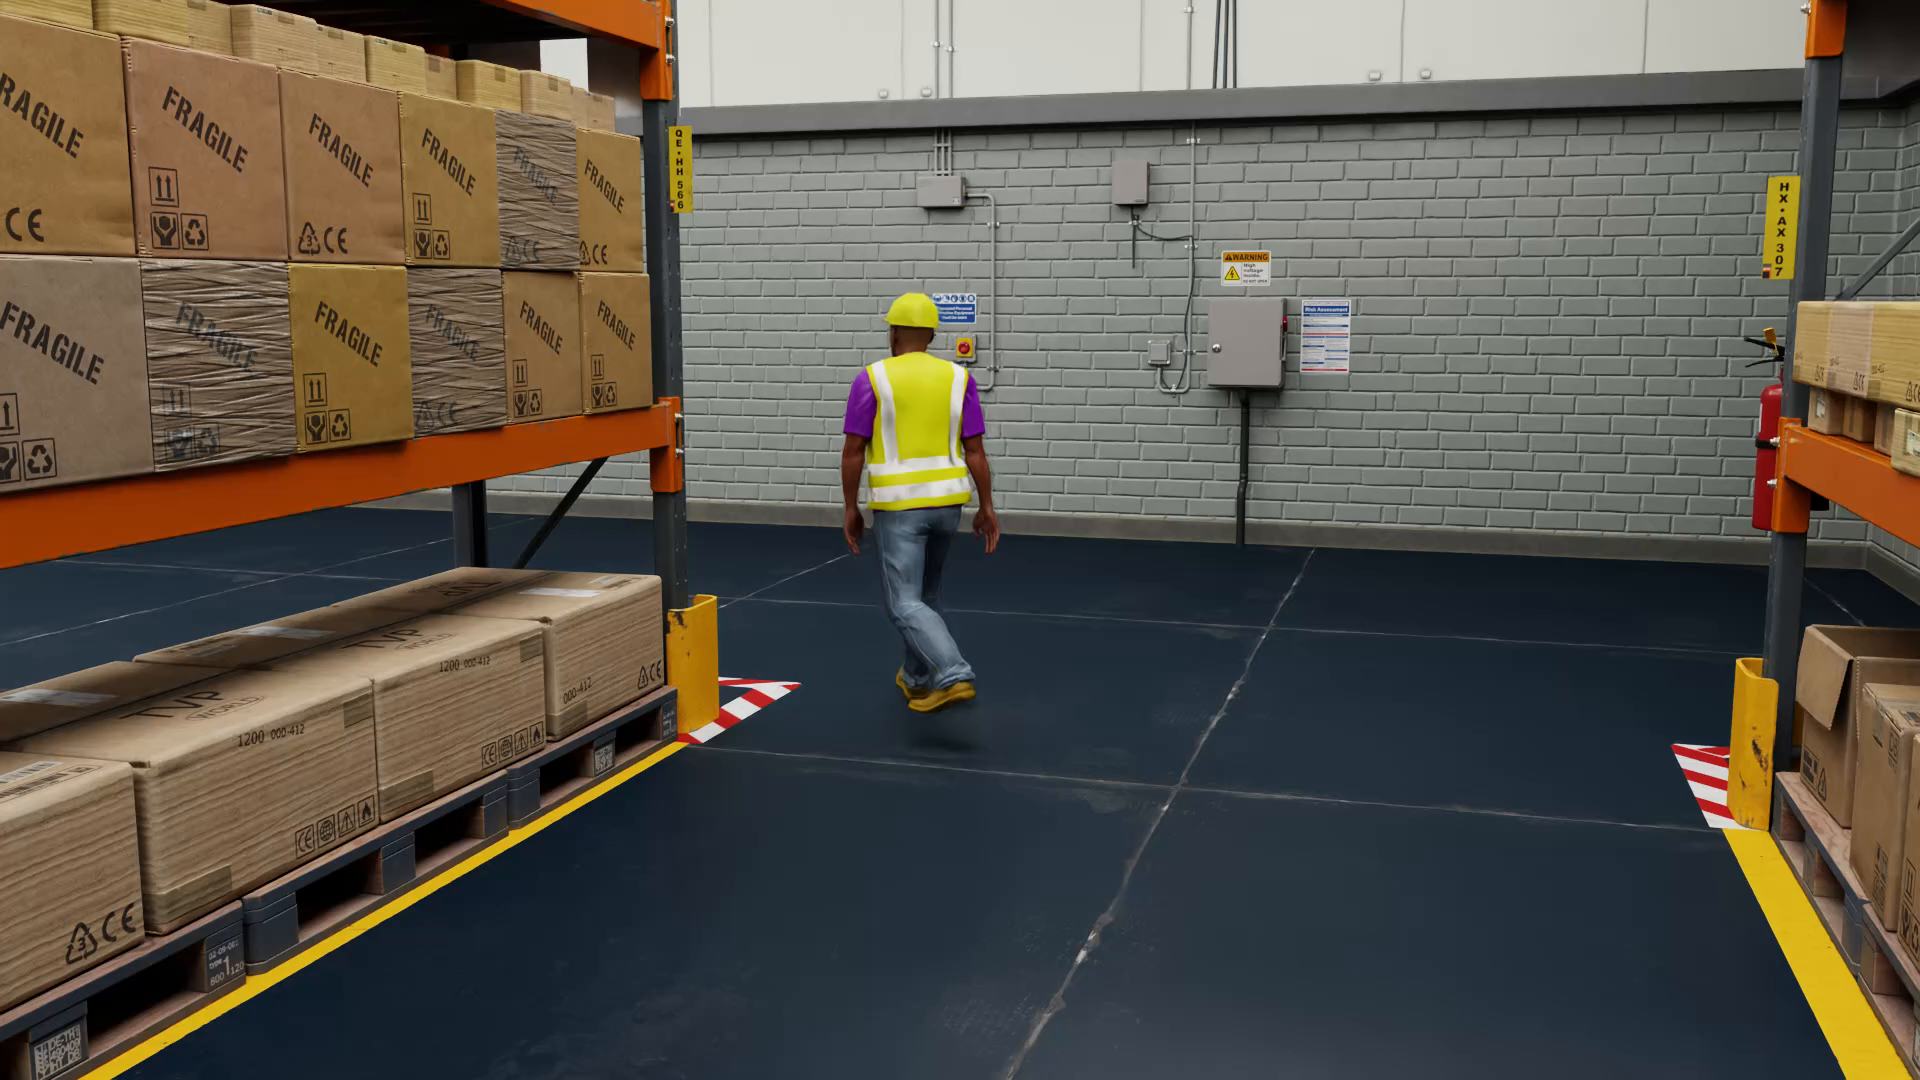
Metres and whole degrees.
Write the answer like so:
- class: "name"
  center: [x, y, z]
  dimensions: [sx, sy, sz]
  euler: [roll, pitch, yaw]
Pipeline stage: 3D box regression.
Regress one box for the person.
- class: "person"
  center: [-0.159, -0.134, 6.746]
  dimensions: [0.621, 1.723, 0.967]
  euler: [-4, 9, -25]
